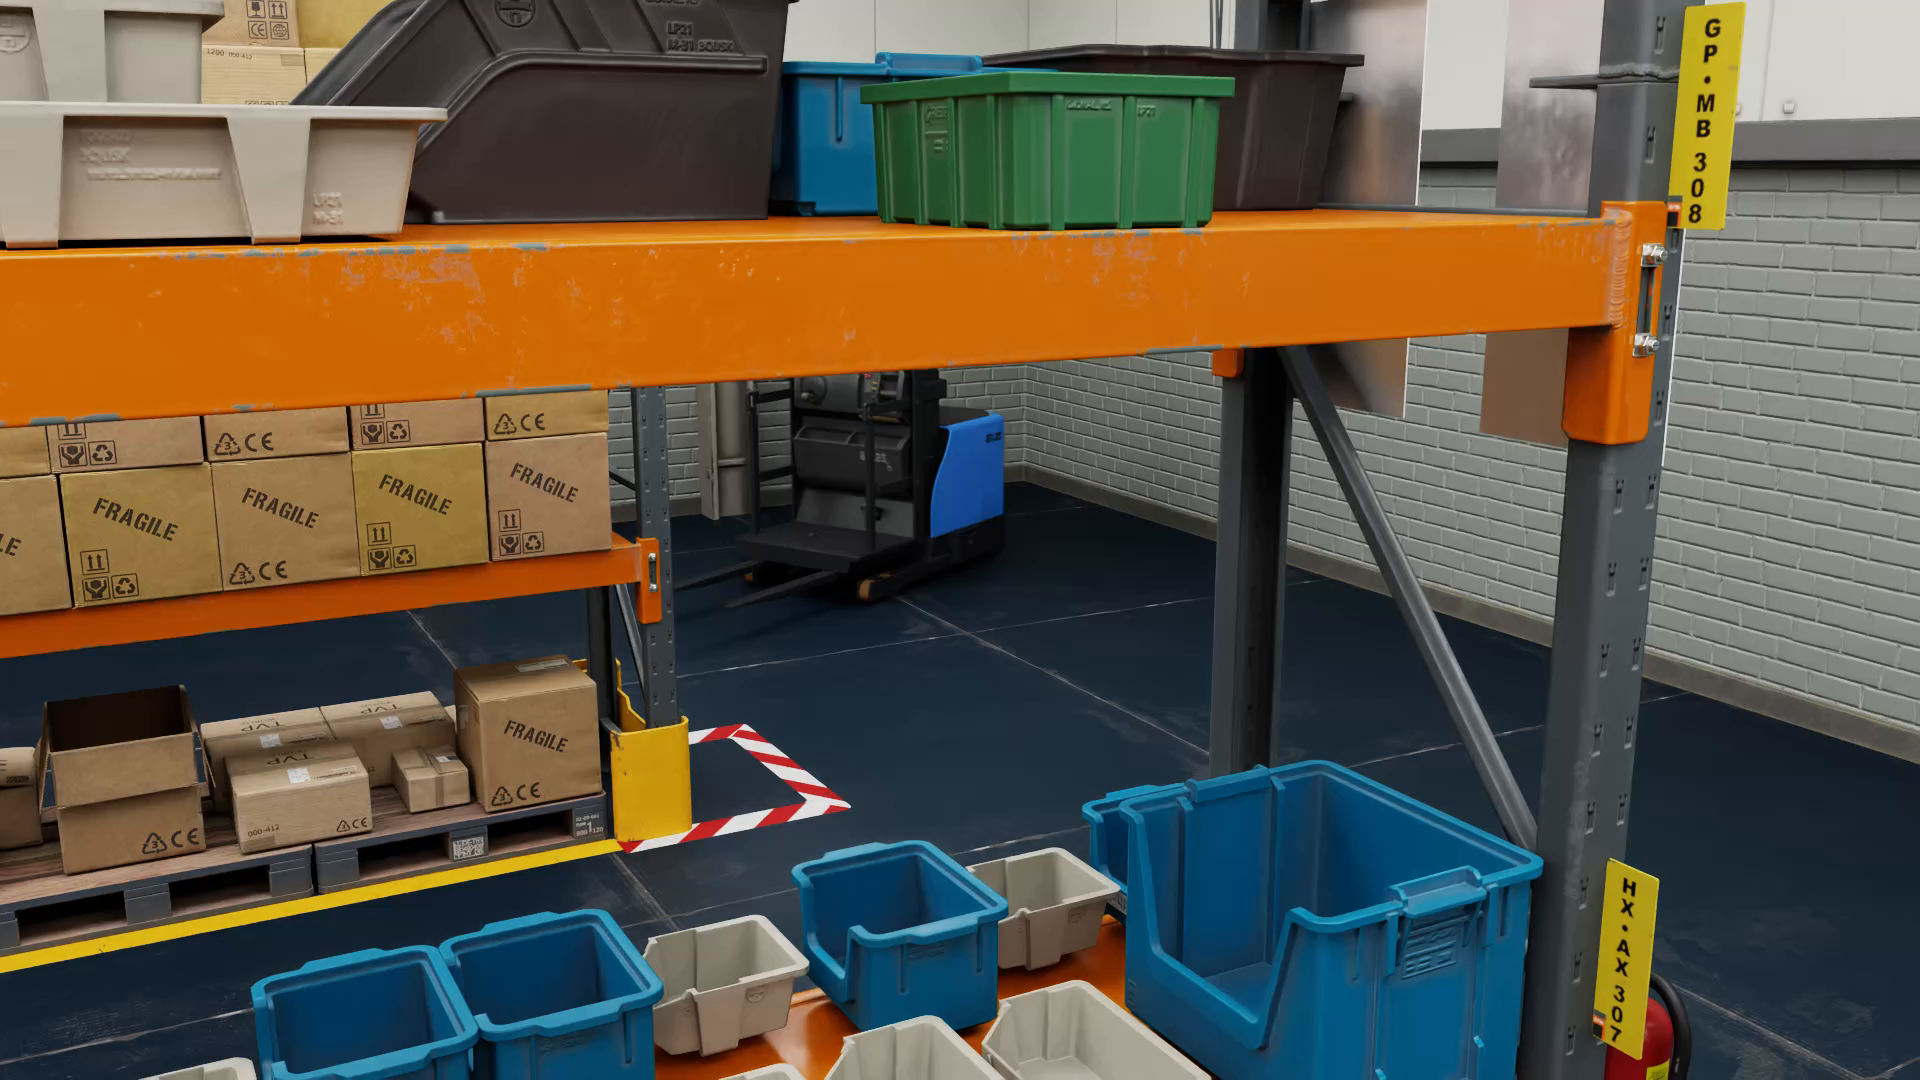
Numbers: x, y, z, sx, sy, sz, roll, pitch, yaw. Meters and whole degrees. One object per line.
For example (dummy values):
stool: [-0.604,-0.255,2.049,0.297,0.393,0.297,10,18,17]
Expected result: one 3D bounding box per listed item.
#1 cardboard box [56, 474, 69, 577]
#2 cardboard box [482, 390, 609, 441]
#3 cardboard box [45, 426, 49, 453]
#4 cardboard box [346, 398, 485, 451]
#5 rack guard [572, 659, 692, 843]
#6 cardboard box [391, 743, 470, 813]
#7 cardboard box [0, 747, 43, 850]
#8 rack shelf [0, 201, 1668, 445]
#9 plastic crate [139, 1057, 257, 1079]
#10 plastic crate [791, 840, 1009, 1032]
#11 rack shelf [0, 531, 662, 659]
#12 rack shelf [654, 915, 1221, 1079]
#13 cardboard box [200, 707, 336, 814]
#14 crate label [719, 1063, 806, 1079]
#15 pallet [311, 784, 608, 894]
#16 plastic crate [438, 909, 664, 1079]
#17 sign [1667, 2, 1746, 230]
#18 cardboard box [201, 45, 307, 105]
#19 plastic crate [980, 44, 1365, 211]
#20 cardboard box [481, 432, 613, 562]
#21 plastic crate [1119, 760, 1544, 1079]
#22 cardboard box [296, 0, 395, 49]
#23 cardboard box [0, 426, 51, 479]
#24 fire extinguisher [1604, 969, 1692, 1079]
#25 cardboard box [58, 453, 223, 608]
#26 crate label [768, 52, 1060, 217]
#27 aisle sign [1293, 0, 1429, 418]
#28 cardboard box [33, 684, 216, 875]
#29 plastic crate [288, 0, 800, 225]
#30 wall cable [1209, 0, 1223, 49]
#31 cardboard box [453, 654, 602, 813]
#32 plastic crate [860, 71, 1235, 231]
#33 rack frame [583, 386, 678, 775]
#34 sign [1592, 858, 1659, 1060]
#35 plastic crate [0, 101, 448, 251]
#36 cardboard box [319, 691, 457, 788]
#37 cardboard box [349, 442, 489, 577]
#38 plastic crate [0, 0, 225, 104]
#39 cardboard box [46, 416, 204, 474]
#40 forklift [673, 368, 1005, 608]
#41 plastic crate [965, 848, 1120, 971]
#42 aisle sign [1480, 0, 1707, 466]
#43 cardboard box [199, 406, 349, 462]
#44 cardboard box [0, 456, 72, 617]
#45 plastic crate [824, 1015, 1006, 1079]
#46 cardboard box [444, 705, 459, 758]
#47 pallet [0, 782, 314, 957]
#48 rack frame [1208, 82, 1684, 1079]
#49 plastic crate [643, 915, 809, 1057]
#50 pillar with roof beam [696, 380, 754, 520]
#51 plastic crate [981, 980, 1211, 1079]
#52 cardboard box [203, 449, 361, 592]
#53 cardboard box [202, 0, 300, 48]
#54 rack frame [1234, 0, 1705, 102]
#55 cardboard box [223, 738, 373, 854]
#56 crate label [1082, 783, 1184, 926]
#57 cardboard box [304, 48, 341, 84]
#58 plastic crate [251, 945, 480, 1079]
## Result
cardboard box: [-3.828,-0.117,6.567,0.500,0.500,0.500,-6,14,-27]
cardboard box: [-1.793,-0.714,6.946,0.500,0.500,0.500,-7,14,-28]
cardboard box: [-3.835,-0.604,6.455,0.500,0.500,0.500,-7,14,-27]
cardboard box: [-2.237,-0.661,6.709,0.500,0.500,0.500,-6,14,-26]
rack guard: [-1.601,0.950,7.749,0.348,0.500,1.175,-7,14,-28]
cardboard box: [-2.292,1.020,7.196,0.250,0.166,0.380,-7,14,-28]
cardboard box: [-4.023,1.047,6.747,0.500,0.311,0.500,-7,14,-28]
rack shelf: [-0.920,-0.225,2.082,4.000,0.370,1.077,-7,14,-28]
plastic crate: [-1.291,0.957,2.491,0.466,0.136,0.293,-7,14,-28]
plastic crate: [-0.117,0.762,3.138,0.300,0.233,0.416,-7,14,-28]
rack shelf: [-3.290,0.284,6.655,4.000,0.370,1.077,-7,14,-28]
rack shelf: [-0.920,1.239,2.411,4.000,0.370,1.077,-7,14,-28]
cardboard box: [-3.025,0.957,7.285,0.500,0.250,0.500,-7,14,-28]
crate label: [-0.288,0.959,2.479,0.243,0.136,0.396,-7,14,-28]
pallet: [-2.301,1.175,7.408,1.213,0.211,1.003,-7,14,-28]
plastic crate: [-0.695,0.831,2.830,0.300,0.233,0.416,-7,14,-28]
sign: [1.113,-0.631,2.486,0.005,0.325,0.100,-7,14,-28]
cardboard box: [-2.743,-1.704,6.220,0.500,0.250,0.500,-7,14,-28]
plastic crate: [0.364,-0.735,3.011,0.590,0.269,0.497,-7,14,-28]
cardboard box: [-1.797,-0.227,7.057,0.500,0.500,0.500,-6,14,-26]
plastic crate: [0.631,0.702,2.940,0.499,0.435,0.616,-7,14,-28]
cardboard box: [-2.457,-2.184,6.645,0.500,0.500,0.700,-7,14,-28]
cardboard box: [-3.593,-0.497,5.981,0.500,0.500,0.500,-7,15,-30]
fire extinguisher: [1.186,0.969,2.998,0.183,0.674,0.296,-7,14,-28]
cardboard box: [-3.134,-0.067,6.348,0.500,0.500,0.500,-7,14,-29]
crate label: [-0.129,-0.679,2.799,0.502,0.251,0.408,-7,14,-28]
aisle sign: [0.756,-0.656,3.270,0.004,0.787,0.394,-7,14,-28]
cardboard box: [-3.399,0.948,6.749,0.637,0.503,0.797,-7,14,-28]
plastic crate: [-0.637,-0.648,2.466,0.767,0.338,0.504,-7,14,-28]
wall cable: [1.224,-3.170,13.771,0.112,2.526,3.097,-7,14,-28]
cardboard box: [-1.894,0.832,7.272,0.500,0.500,0.500,-7,14,-28]
plastic crate: [0.107,-0.524,2.255,0.336,0.188,0.450,-7,14,-28]
rack frame: [-1.535,-0.278,7.511,0.127,3.000,1.000,-7,14,-28]
sign: [1.113,0.702,2.786,0.005,0.325,0.100,-7,14,-28]
plastic crate: [-0.859,-0.392,1.788,0.530,0.136,0.437,-7,14,-28]
cardboard box: [-2.587,0.904,7.519,0.500,0.250,0.500,-7,14,-28]
cardboard box: [-2.251,-0.171,6.812,0.500,0.500,0.500,-7,14,-27]
plastic crate: [-1.258,-0.554,2.179,0.530,0.282,0.437,-7,14,-28]
cardboard box: [-3.140,-0.552,6.223,0.500,0.500,0.500,-6,14,-26]
forklift: [-0.873,-1.118,11.401,1.130,2.935,3.031,8,15,32]
plastic crate: [0.140,0.757,3.377,0.298,0.136,0.250,-7,14,-28]
aisle sign: [1.039,-0.542,2.764,0.004,0.787,0.394,-7,14,-28]
cardboard box: [-2.689,-0.606,6.463,0.500,0.500,0.500,-6,14,-26]
cardboard box: [-3.579,-0.013,6.109,0.500,0.500,0.500,-7,14,-28]
plastic crate: [-0.055,0.925,2.630,0.243,0.136,0.396,-7,14,-28]
cardboard box: [-2.286,0.894,7.755,0.250,0.166,0.380,-7,14,-28]
pallet: [-3.370,1.303,6.841,1.213,0.211,1.003,-7,14,-28]
rack frame: [0.836,0.677,3.267,0.127,3.000,1.000,-7,14,-28]
plastic crate: [-0.456,0.829,3.060,0.298,0.136,0.250,-7,14,-28]
pillar with roof beam: [0.107,-3.780,9.408,0.400,9.000,9.100,-7,14,-28]
plastic crate: [0.207,0.898,2.753,0.243,0.136,0.396,-7,14,-28]
cardboard box: [-2.691,-0.120,6.583,0.500,0.500,0.500,-7,14,-27]
cardboard box: [-2.845,-2.111,6.320,0.500,0.500,0.700,-7,14,-28]
rack frame: [0.836,-2.249,2.608,0.127,3.000,1.000,-7,14,-28]
cardboard box: [-2.742,1.048,6.881,0.500,0.250,0.500,-7,14,-28]
crate label: [0.461,0.692,3.445,0.303,0.233,0.416,-7,14,-28]
cardboard box: [-2.302,-1.756,6.450,0.500,0.250,0.500,-7,14,-28]
plastic crate: [-0.958,0.862,2.690,0.300,0.233,0.416,-7,14,-28]
